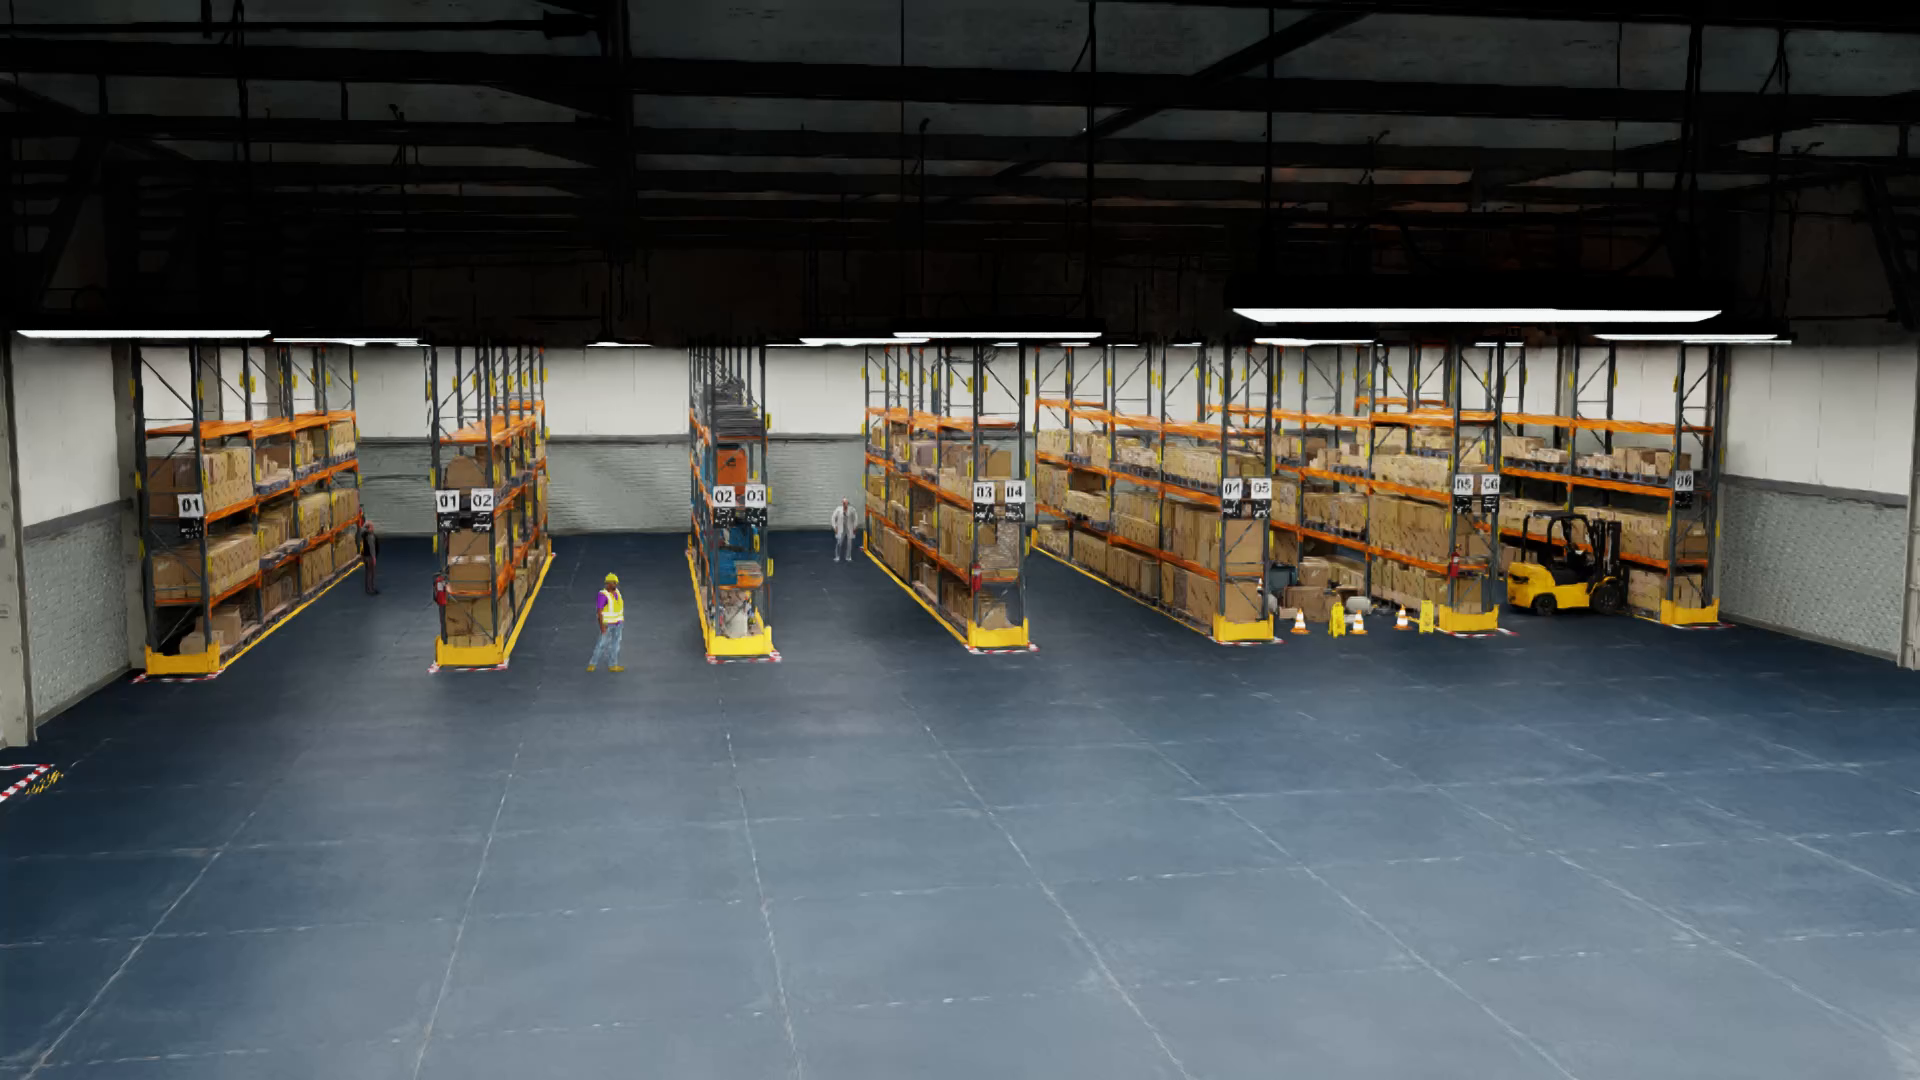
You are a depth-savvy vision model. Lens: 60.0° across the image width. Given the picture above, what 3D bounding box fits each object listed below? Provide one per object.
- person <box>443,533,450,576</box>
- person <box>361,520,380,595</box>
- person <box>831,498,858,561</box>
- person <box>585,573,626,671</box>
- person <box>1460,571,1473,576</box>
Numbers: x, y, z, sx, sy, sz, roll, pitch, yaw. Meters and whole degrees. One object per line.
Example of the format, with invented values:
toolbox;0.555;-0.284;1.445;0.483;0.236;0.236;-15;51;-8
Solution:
person;-12.737;0.062;41.975;0.729;1.733;0.546;-1;7;-12
person;-13.767;0.395;38.895;0.404;1.727;0.615;-4;8;-33
person;-3.123;-0.284;44.992;0.729;1.733;0.546;-1;7;-12
person;-6.317;1.472;29.564;0.480;1.760;0.737;5;8;34
person;11.370;0.609;37.515;0.474;1.640;0.523;2;7;21
